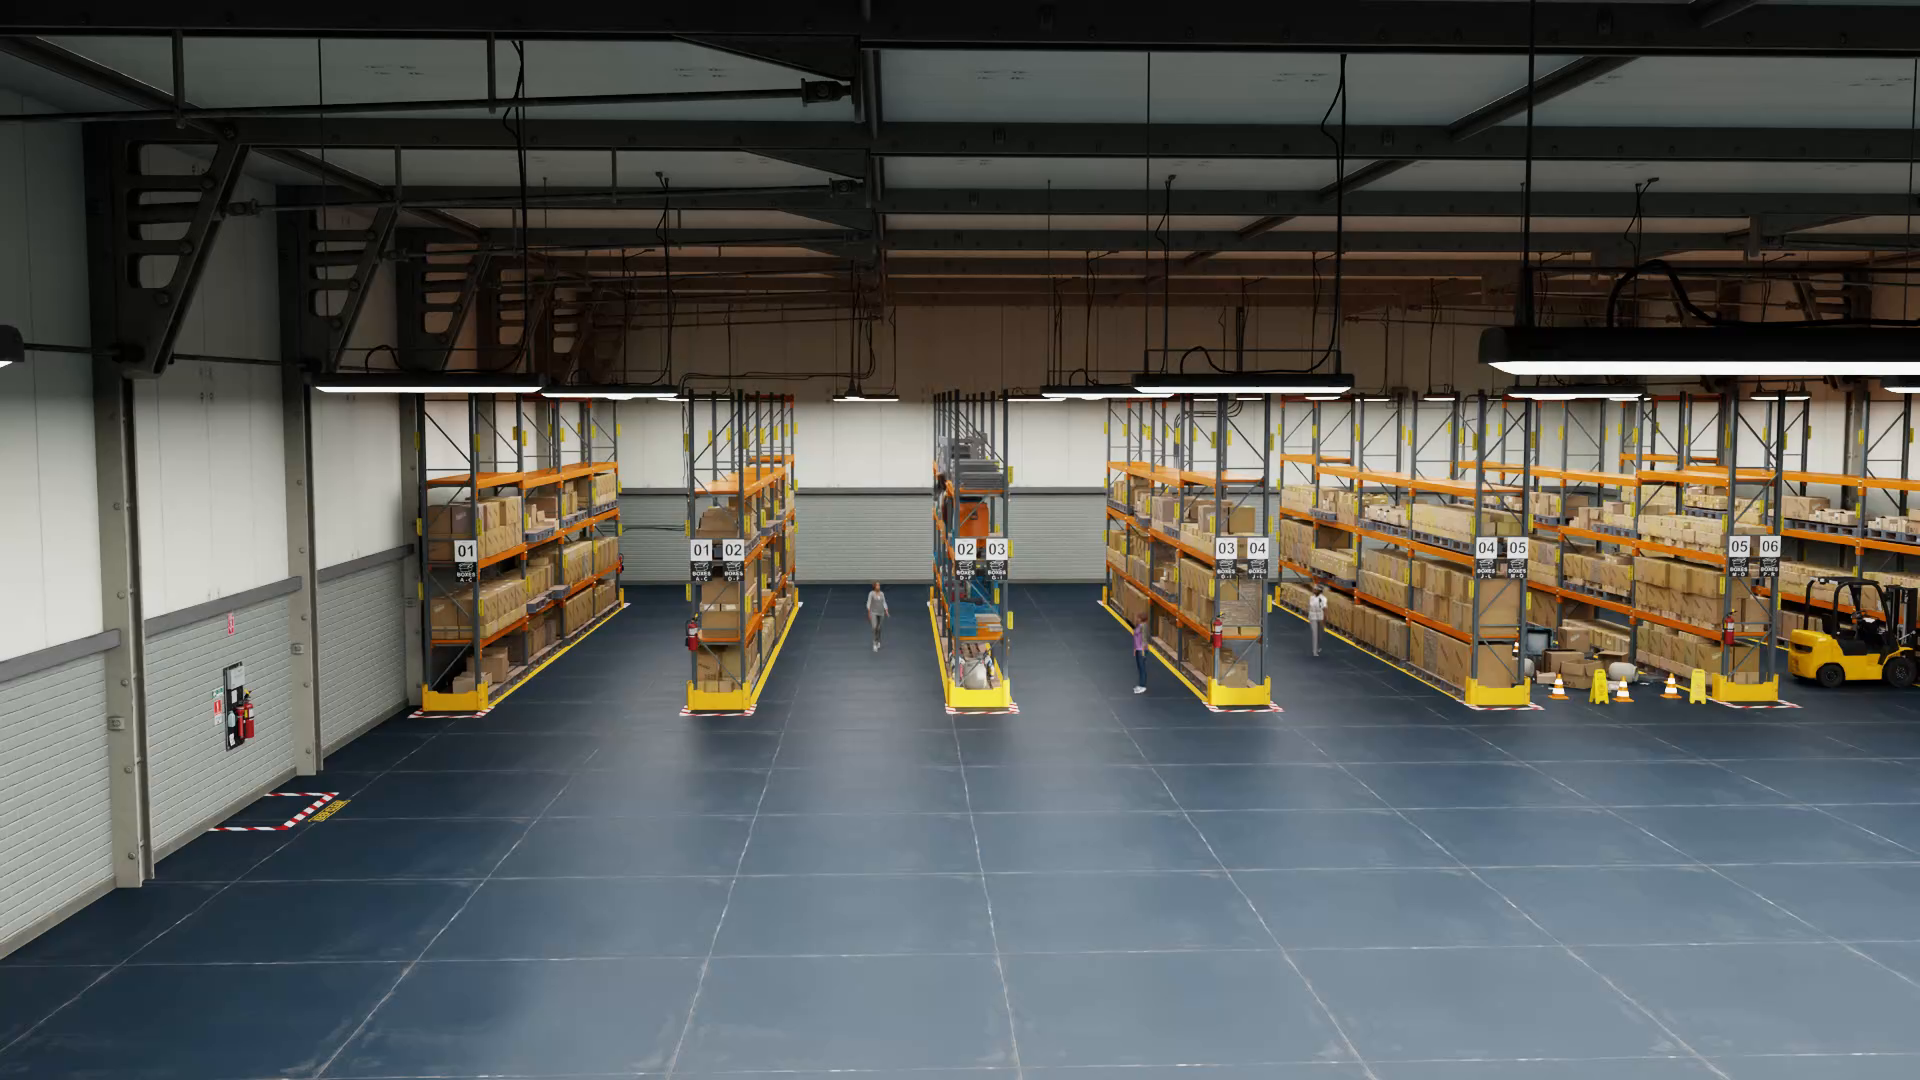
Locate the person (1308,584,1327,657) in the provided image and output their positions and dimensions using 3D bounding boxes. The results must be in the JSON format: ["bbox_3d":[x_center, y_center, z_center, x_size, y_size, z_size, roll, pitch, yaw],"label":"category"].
[{"bbox_3d":[8.143,1.806,37.886,0.411,1.644,0.969,0,5,0],"label":"person"}]

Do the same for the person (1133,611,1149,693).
[{"bbox_3d":[3.593,2.221,33.202,0.373,1.610,0.511,-1,5,-11],"label":"person"}]

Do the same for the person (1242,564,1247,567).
[{"bbox_3d":[8.313,0.969,48.411,0.512,1.620,1.042,3,5,31],"label":"person"}]

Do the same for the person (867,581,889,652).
[{"bbox_3d":[-1.919,1.770,38.760,0.496,1.613,0.696,-1,5,-10],"label":"person"}]
